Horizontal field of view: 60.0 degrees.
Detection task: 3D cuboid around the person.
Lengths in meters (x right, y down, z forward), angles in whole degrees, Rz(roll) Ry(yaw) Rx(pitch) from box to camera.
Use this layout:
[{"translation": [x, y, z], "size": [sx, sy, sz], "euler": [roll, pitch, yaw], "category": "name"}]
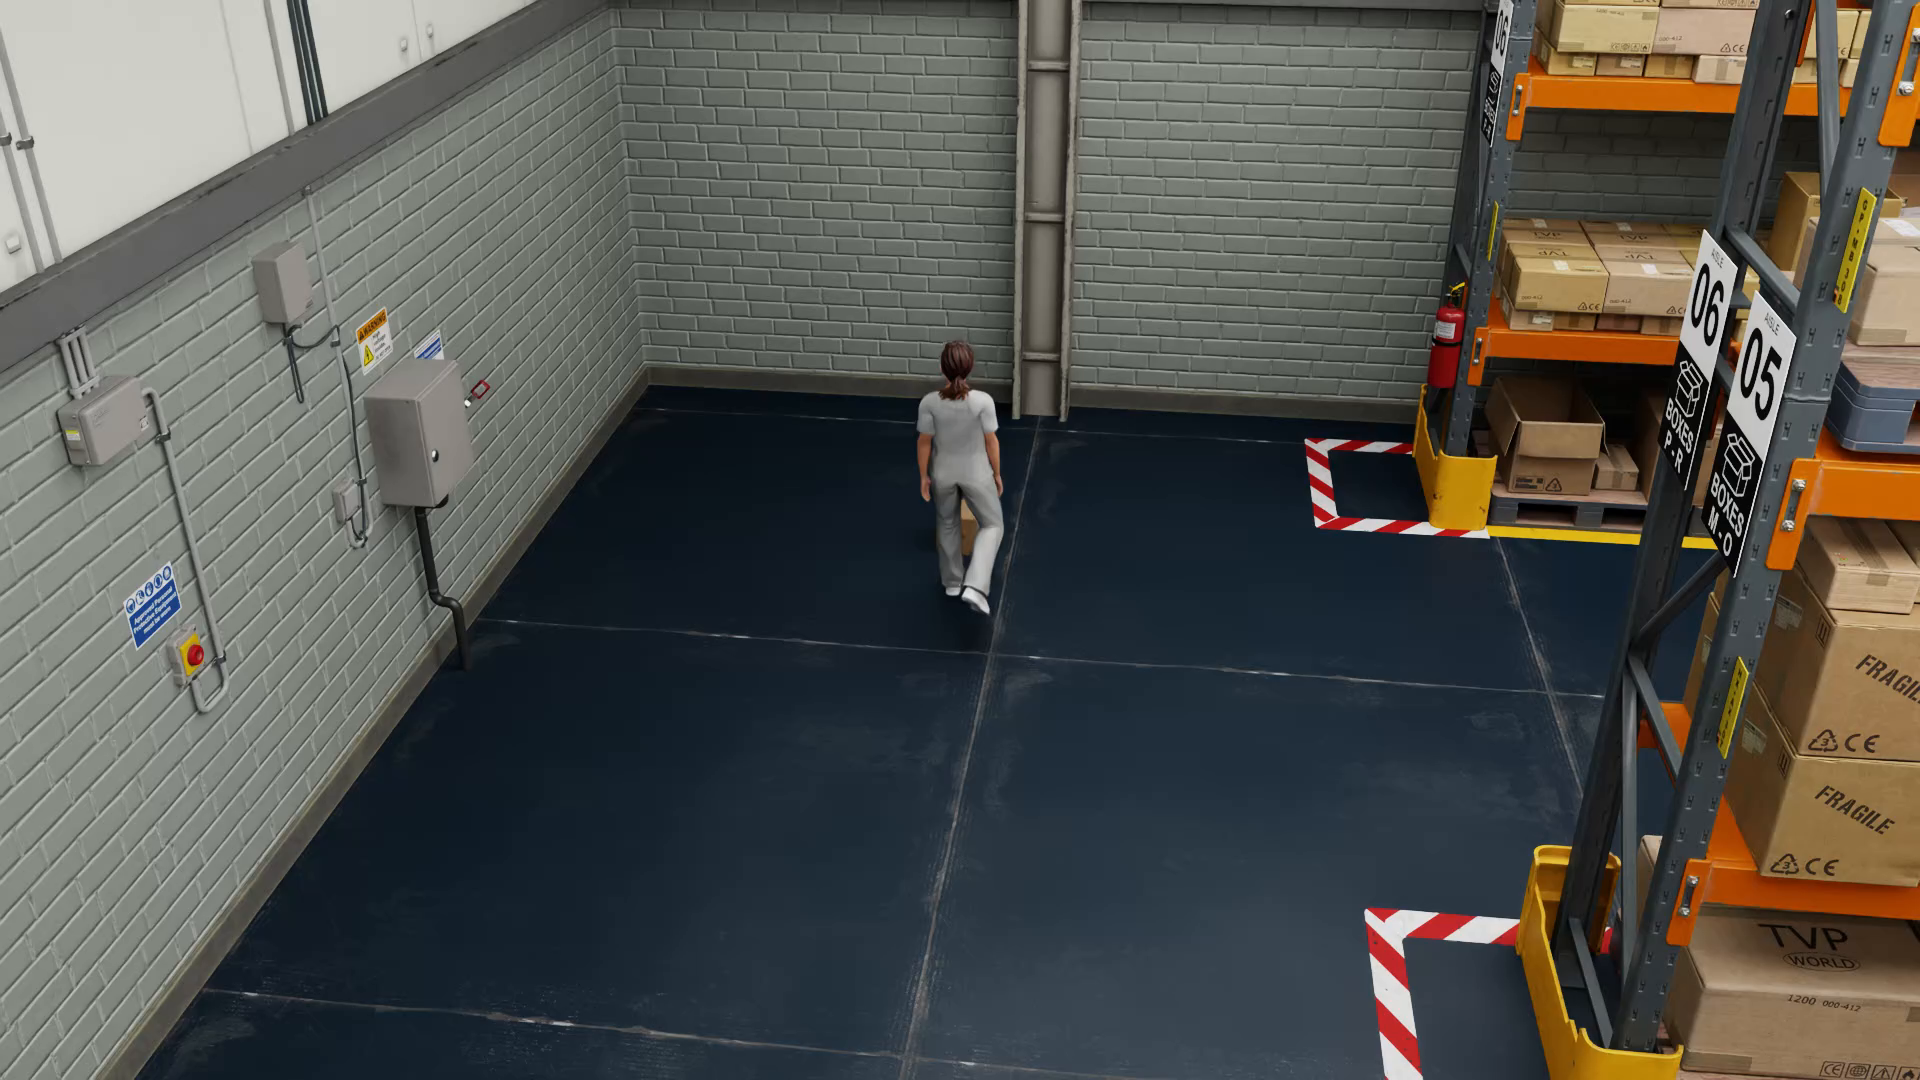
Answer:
[{"translation": [0.006, -0.352, 9.253], "size": [0.470, 1.653, 0.752], "euler": [4, 29, 8], "category": "person"}]
